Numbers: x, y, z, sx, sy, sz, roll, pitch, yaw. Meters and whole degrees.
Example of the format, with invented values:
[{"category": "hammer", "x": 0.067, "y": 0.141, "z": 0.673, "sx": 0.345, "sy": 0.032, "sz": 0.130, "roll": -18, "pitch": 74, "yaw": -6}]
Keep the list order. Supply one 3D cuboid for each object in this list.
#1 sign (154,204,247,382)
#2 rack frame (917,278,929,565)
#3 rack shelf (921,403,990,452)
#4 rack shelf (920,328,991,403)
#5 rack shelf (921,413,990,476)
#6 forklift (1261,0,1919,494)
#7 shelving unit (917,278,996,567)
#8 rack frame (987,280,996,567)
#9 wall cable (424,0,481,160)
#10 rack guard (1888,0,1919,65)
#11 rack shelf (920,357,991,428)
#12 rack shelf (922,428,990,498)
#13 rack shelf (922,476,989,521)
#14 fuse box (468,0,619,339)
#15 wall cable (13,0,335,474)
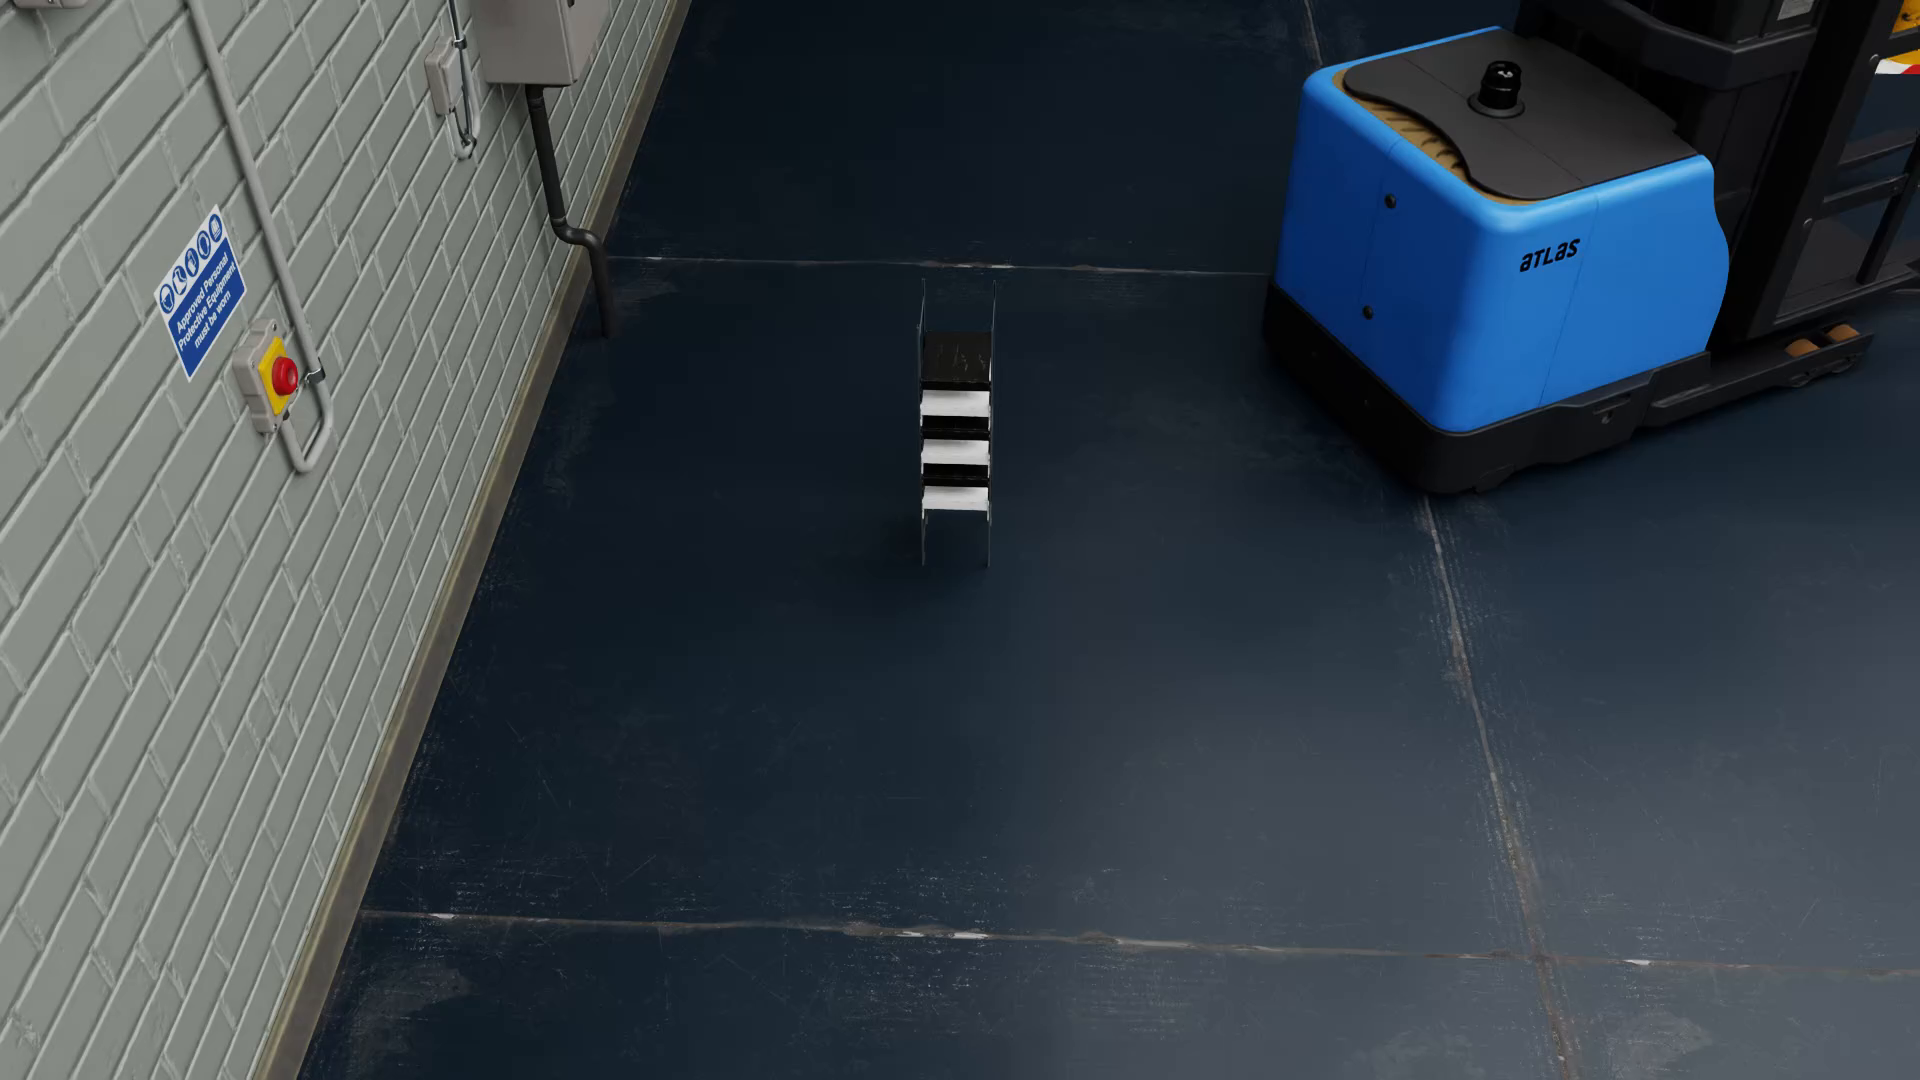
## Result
[{"category": "sign", "x": -1.545, "y": -0.506, "z": 3.395, "sx": 0.001, "sy": 0.218, "sz": 0.327, "roll": 2, "pitch": 43, "yaw": 2}, {"category": "rack frame", "x": -0.110, "y": -0.333, "z": 4.947, "sx": 0.006, "sy": 0.900, "sz": 0.240, "roll": 2, "pitch": 43, "yaw": 2}, {"category": "rack shelf", "x": -0.008, "y": -0.371, "z": 4.905, "sx": 0.200, "sy": 0.077, "sz": 0.258, "roll": 2, "pitch": 43, "yaw": 2}, {"category": "rack shelf", "x": -0.008, "y": -0.503, "z": 4.782, "sx": 0.200, "sy": 0.077, "sz": 0.258, "roll": 2, "pitch": 43, "yaw": 2}, {"category": "rack shelf", "x": -0.008, "y": -0.305, "z": 4.966, "sx": 0.200, "sy": 0.077, "sz": 0.258, "roll": 2, "pitch": 43, "yaw": 2}, {"category": "forklift", "x": 2.630, "y": -1.914, "z": 5.154, "sx": 3.031, "sy": 2.935, "sz": 1.130, "roll": -18, "pitch": 46, "yaw": -19}, {"category": "shelving unit", "x": -0.008, "y": -0.330, "z": 4.944, "sx": 0.210, "sy": 0.900, "sz": 0.258, "roll": 2, "pitch": 43, "yaw": 2}, {"category": "rack frame", "x": 0.093, "y": -0.326, "z": 4.940, "sx": 0.006, "sy": 0.900, "sz": 0.240, "roll": 2, "pitch": 43, "yaw": 2}, {"category": "wall cable", "x": -1.430, "y": -1.776, "z": 4.211, "sx": 0.122, "sy": 1.984, "sz": 0.588, "roll": 2, "pitch": 43, "yaw": 2}, {"category": "rack guard", "x": 4.448, "y": -2.744, "z": 7.829, "sx": 0.348, "sy": 0.500, "sz": 1.175, "roll": 2, "pitch": 43, "yaw": 2}, {"category": "rack shelf", "x": -0.008, "y": -0.437, "z": 4.844, "sx": 0.200, "sy": 0.077, "sz": 0.258, "roll": 2, "pitch": 43, "yaw": 2}, {"category": "rack shelf", "x": -0.008, "y": -0.239, "z": 5.028, "sx": 0.200, "sy": 0.077, "sz": 0.258, "roll": 2, "pitch": 43, "yaw": 2}, {"category": "rack shelf", "x": -0.008, "y": -0.173, "z": 5.089, "sx": 0.200, "sy": 0.077, "sz": 0.258, "roll": 2, "pitch": 43, "yaw": 2}, {"category": "fuse box", "x": -1.242, "y": -1.393, "z": 5.490, "sx": 0.414, "sy": 1.711, "sz": 0.539, "roll": 2, "pitch": 43, "yaw": 2}, {"category": "wall cable", "x": -1.482, "y": -0.822, "z": 3.163, "sx": 0.123, "sy": 1.953, "sz": 0.585, "roll": 2, "pitch": 43, "yaw": 2}]
